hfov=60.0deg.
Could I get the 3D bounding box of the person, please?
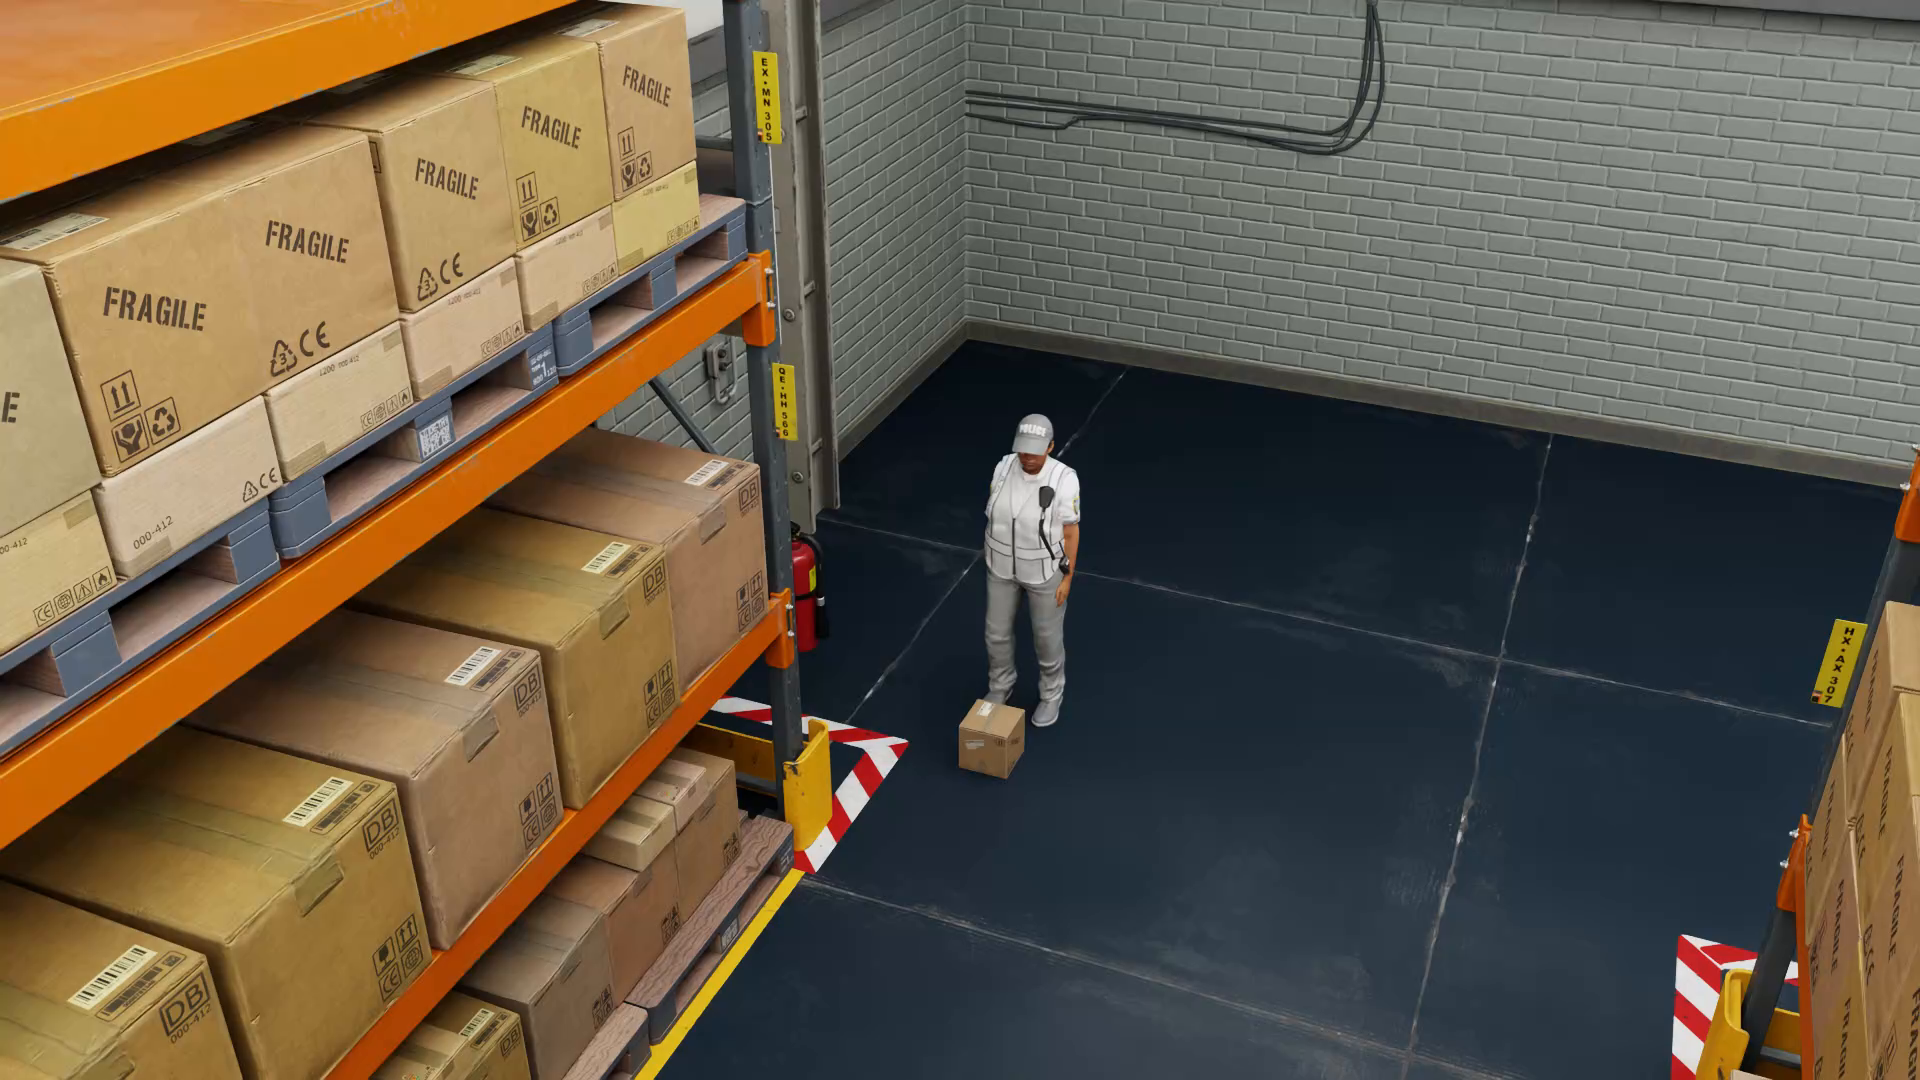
[{"bbox_3d":[0.339,0.155,8.125,0.467,1.659,0.372,12,32,20],"label":"person"}]
